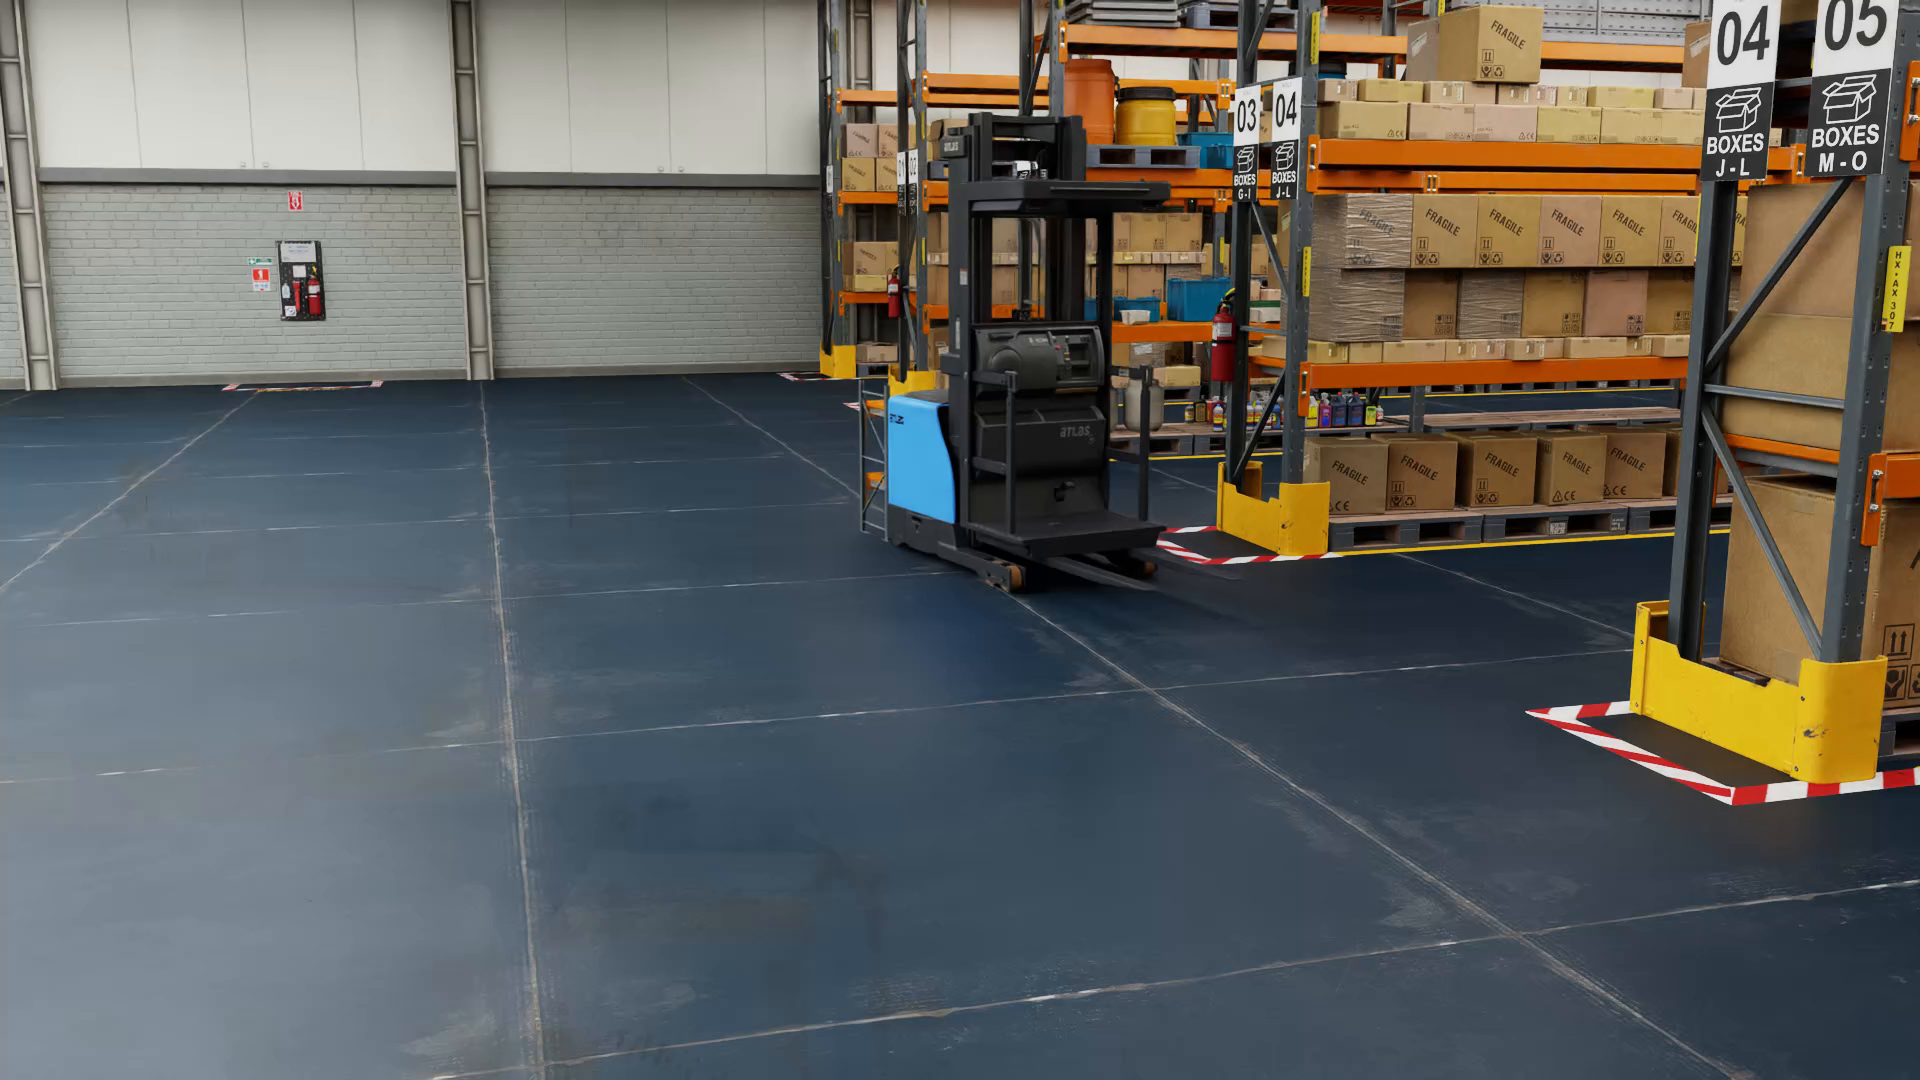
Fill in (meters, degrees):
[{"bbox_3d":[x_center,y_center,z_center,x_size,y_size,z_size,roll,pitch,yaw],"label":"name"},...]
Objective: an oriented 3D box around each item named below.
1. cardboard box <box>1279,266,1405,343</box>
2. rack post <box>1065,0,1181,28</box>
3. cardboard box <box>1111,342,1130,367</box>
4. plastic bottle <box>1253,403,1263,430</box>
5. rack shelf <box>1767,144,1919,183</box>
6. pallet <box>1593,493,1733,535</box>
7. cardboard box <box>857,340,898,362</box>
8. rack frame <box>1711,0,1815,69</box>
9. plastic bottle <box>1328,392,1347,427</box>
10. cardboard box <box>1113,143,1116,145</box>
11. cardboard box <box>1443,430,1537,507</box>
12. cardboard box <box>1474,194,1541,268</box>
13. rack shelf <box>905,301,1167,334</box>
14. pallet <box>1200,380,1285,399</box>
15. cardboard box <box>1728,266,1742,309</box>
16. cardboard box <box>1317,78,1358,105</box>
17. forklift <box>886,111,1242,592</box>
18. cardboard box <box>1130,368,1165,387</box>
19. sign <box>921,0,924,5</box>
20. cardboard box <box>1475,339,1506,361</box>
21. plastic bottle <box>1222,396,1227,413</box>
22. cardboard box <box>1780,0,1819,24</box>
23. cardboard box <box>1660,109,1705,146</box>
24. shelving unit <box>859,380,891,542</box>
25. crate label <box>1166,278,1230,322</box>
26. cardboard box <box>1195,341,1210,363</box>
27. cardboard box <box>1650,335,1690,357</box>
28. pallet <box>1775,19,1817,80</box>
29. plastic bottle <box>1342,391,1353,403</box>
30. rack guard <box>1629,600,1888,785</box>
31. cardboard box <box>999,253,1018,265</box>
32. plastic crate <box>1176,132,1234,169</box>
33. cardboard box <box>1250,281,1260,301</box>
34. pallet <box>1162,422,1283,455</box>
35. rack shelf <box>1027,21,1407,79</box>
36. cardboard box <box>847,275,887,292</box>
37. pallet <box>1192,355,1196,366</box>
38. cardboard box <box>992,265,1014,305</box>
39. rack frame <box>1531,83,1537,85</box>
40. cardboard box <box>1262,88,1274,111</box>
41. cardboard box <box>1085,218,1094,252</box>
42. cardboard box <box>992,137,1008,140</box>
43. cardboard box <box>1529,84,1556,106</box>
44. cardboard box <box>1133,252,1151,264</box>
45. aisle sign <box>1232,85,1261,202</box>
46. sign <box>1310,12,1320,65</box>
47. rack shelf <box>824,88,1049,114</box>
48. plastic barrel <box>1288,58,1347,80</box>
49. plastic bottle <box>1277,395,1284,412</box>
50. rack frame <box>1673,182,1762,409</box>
[{"bbox_3d":[2.702,-1.685,11.815,0.500,0.500,0.875,-3,11,-16],"label":"cardboard box"},{"bbox_3d":[1.543,-5.048,15.993,0.954,0.300,0.937,-2,11,-10],"label":"rack post"},{"bbox_3d":[1.895,-2.503,21.722,0.500,0.500,0.500,-3,11,-16],"label":"cardboard box"},{"bbox_3d":[3.035,-1.262,16.936,0.097,0.271,0.097,0,10,0],"label":"plastic bottle"},{"bbox_3d":[7.927,-2.891,13.169,4.000,0.370,1.077,-3,11,-16],"label":"rack shelf"},{"bbox_3d":[5.372,-0.257,12.860,1.213,0.211,1.003,-3,11,-16],"label":"pallet"},{"bbox_3d":[-1.298,-2.963,26.067,0.500,0.311,0.500,-4,11,-22],"label":"cardboard box"},{"bbox_3d":[6.007,-4.619,12.282,0.127,3.000,1.000,-3,11,-16],"label":"rack frame"},{"bbox_3d":[3.900,-1.351,17.200,0.185,0.351,0.144,-4,11,-19],"label":"plastic bottle"},{"bbox_3d":[2.166,-5.091,21.829,0.500,0.311,0.500,-4,11,-19],"label":"cardboard box"},{"bbox_3d":[3.941,-0.537,12.421,0.500,0.500,0.500,-2,11,-11],"label":"cardboard box"},{"bbox_3d":[3.732,-2.183,11.763,0.500,0.500,0.500,-3,11,-16],"label":"cardboard box"},{"bbox_3d":[1.321,-2.936,21.696,4.000,0.370,1.077,-3,11,-16],"label":"rack shelf"},{"bbox_3d":[3.938,-2.064,22.673,1.213,0.211,1.003,-3,11,-16],"label":"pallet"},{"bbox_3d":[5.557,-1.852,12.724,0.500,0.500,0.875,-3,11,-16],"label":"cardboard box"},{"bbox_3d":[2.495,-3.037,11.289,0.250,0.149,0.380,-3,11,-16],"label":"cardboard box"},{"bbox_3d":[0.621,-1.213,10.541,1.130,2.935,3.031,-6,12,-28],"label":"forklift"},{"bbox_3d":[2.374,-2.160,21.930,0.500,0.250,0.500,-3,11,-16],"label":"cardboard box"},{"bbox_3d":[-0.450,-6.579,19.913,0.005,0.325,0.100,-3,11,-16],"label":"sign"},{"bbox_3d":[3.705,-1.380,11.952,0.250,0.149,0.380,-3,11,-16],"label":"cardboard box"},{"bbox_3d":[2.805,-1.388,17.610,0.135,0.276,0.152,-3,11,-18],"label":"plastic bottle"},{"bbox_3d":[3.680,-2.282,7.130,0.250,0.149,0.380,-3,11,-16],"label":"cardboard box"},{"bbox_3d":[5.137,-2.977,12.062,0.500,0.250,0.500,-3,11,-15],"label":"cardboard box"},{"bbox_3d":[-0.163,-0.620,12.306,1.048,1.125,0.538,-5,12,-26],"label":"shelving unit"},{"bbox_3d":[2.473,-2.485,17.161,0.616,0.435,0.502,-3,11,-16],"label":"crate label"},{"bbox_3d":[3.550,-2.591,22.723,0.500,0.311,0.500,-3,11,-16],"label":"cardboard box"},{"bbox_3d":[5.174,-1.438,12.266,0.250,0.149,0.380,-3,11,-16],"label":"cardboard box"},{"bbox_3d":[4.165,-2.070,6.965,1.213,0.211,1.003,-3,11,-16],"label":"pallet"},{"bbox_3d":[4.044,-1.386,17.389,0.185,0.351,0.144,-3,11,-16],"label":"plastic bottle"},{"bbox_3d":[3.432,0.632,7.234,0.348,0.500,1.175,-3,11,-16],"label":"rack guard"},{"bbox_3d":[0.573,-3.578,21.128,0.250,0.149,0.380,-3,11,-17],"label":"cardboard box"},{"bbox_3d":[2.528,-3.943,16.941,0.575,0.384,0.392,-3,11,-16],"label":"plastic crate"},{"bbox_3d":[3.702,-3.350,22.371,0.500,0.250,0.500,-2,11,-12],"label":"cardboard box"},{"bbox_3d":[2.792,-1.069,17.271,1.213,0.211,1.003,-3,11,-16],"label":"pallet"},{"bbox_3d":[2.702,-4.828,16.511,4.000,0.370,1.077,-3,11,-16],"label":"rack shelf"},{"bbox_3d":[-1.430,-3.955,25.604,0.500,0.250,0.500,-3,11,-18],"label":"cardboard box"},{"bbox_3d":[3.774,-2.982,27.664,1.213,0.211,1.003,-3,11,-16],"label":"pallet"},{"bbox_3d":[0.355,-3.286,21.337,0.500,0.500,0.700,-3,11,-14],"label":"cardboard box"},{"bbox_3d":[9.534,-7.607,28.513,0.127,3.000,1.000,-3,11,-16],"label":"rack frame"},{"bbox_3d":[2.345,-3.132,11.803,0.250,0.149,0.380,-3,11,-16],"label":"cardboard box"},{"bbox_3d":[1.371,-3.978,21.512,0.500,0.500,0.700,-3,11,-16],"label":"cardboard box"},{"bbox_3d":[0.426,-6.147,25.777,0.500,0.500,0.500,-3,11,-18],"label":"cardboard box"},{"bbox_3d":[3.980,-3.118,11.727,0.250,0.149,0.380,-3,11,-17],"label":"cardboard box"},{"bbox_3d":[2.300,-3.669,21.622,0.250,0.149,0.380,-3,11,-16],"label":"cardboard box"},{"bbox_3d":[2.023,-2.794,11.757,0.004,0.787,0.394,-3,11,-16],"label":"aisle sign"},{"bbox_3d":[2.318,-3.277,10.863,0.005,0.325,0.100,-3,11,-16],"label":"sign"},{"bbox_3d":[-0.067,-6.746,25.830,4.000,0.370,1.077,-3,11,-16],"label":"rack shelf"},{"bbox_3d":[3.637,-4.426,16.975,0.708,0.901,0.600,-3,11,-16],"label":"plastic barrel"},{"bbox_3d":[3.419,-1.412,17.752,0.097,0.271,0.097,0,10,0],"label":"plastic bottle"},{"bbox_3d":[8.463,-2.732,18.602,0.127,3.000,1.000,-3,11,-16],"label":"rack frame"}]
